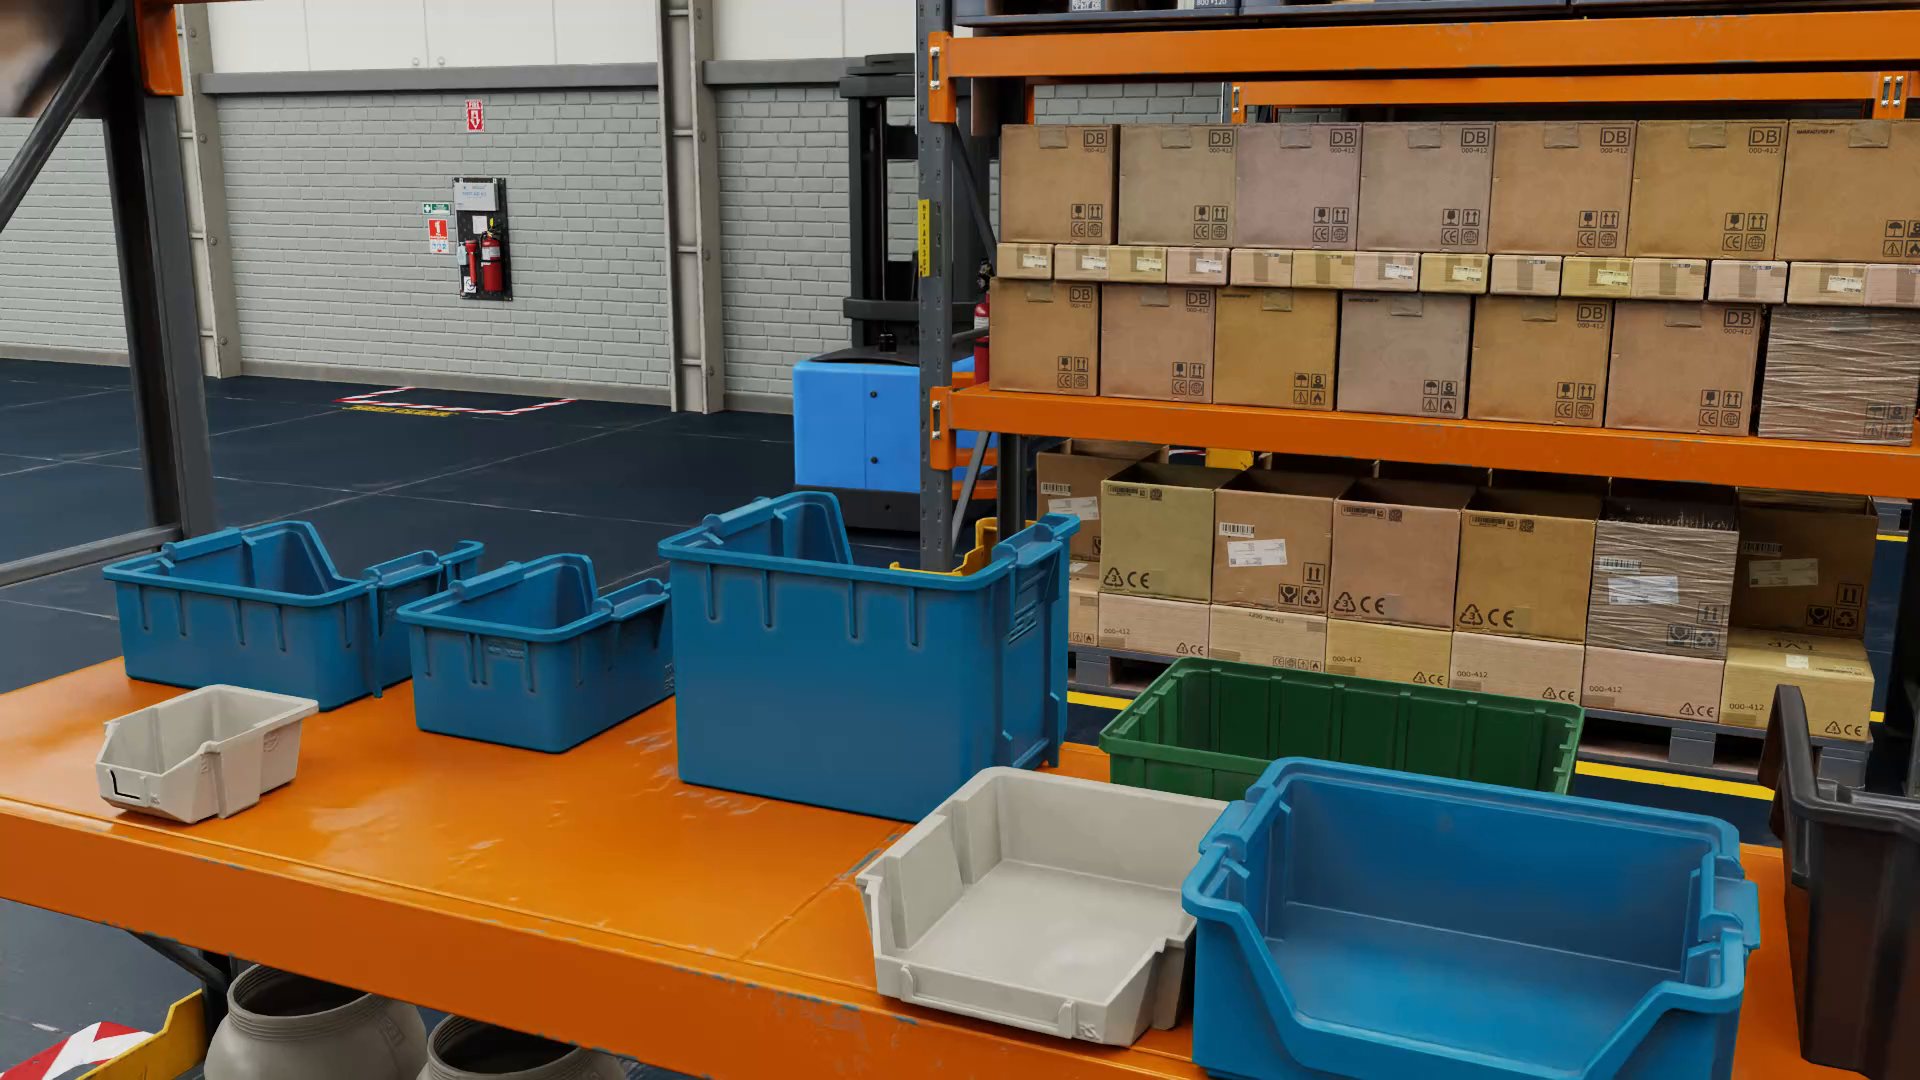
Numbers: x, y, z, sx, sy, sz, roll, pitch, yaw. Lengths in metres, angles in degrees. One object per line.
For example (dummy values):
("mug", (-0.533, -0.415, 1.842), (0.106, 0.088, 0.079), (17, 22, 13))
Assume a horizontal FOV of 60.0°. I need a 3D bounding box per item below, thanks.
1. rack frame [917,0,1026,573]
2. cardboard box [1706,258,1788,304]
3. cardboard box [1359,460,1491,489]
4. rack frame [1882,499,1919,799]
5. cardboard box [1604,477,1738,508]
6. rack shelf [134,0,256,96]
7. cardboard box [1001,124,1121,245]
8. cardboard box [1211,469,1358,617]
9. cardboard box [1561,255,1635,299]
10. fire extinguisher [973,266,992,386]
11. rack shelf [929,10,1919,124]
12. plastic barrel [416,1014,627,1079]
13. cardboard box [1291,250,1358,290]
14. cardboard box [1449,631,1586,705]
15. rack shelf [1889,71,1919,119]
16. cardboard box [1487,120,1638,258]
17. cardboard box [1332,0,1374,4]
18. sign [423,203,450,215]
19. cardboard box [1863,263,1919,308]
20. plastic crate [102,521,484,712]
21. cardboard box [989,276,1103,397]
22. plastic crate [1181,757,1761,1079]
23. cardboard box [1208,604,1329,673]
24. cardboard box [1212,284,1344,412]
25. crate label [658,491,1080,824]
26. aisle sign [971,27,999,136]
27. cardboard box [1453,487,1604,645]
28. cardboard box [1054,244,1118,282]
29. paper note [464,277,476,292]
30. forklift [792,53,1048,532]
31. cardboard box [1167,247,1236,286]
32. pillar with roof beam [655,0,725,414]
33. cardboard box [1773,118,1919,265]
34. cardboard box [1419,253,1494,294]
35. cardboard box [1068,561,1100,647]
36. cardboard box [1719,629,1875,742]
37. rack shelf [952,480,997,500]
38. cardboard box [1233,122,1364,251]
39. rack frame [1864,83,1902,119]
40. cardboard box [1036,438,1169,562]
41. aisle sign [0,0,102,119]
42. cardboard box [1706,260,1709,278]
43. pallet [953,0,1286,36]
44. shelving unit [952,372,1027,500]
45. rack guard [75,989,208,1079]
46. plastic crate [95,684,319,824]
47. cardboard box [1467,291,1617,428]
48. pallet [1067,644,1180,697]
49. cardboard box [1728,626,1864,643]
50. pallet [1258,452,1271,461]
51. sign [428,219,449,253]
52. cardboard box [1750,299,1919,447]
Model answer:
("rack frame", (0.076, -0.954, 7.754), (0.127, 3.000, 1.000), (6, 14, 23))
("cardboard box", (2.932, -0.976, 6.208), (0.250, 0.149, 0.380), (5, 14, 22))
("cardboard box", (2.063, -0.061, 7.408), (0.500, 0.500, 0.500), (6, 14, 23))
("rack frame", (3.733, -0.584, 6.177), (0.127, 3.000, 1.000), (6, 14, 23))
("cardboard box", (2.975, 0.032, 7.009), (0.500, 0.500, 0.500), (6, 14, 23))
("rack shelf", (-0.106, -0.845, 2.297), (4.000, 0.370, 1.077), (6, 14, 23))
("cardboard box", (0.546, -1.583, 7.378), (0.500, 0.500, 0.700), (6, 14, 23))
("cardboard box", (1.396, 0.001, 7.144), (0.500, 0.500, 0.500), (6, 14, 23))
("cardboard box", (2.468, -1.023, 6.411), (0.250, 0.149, 0.380), (6, 14, 23))
("fire extinguisher", (0.156, -1.024, 8.223), (0.183, 0.674, 0.296), (6, 14, 23))
("rack shelf", (1.904, -1.879, 6.705), (4.000, 0.370, 1.077), (6, 14, 23))
("plastic barrel", (-0.843, 1.178, 3.194), (0.421, 0.512, 0.421), (0, 13, 0))
("cardboard box", (1.525, -1.118, 6.816), (0.250, 0.149, 0.380), (6, 14, 23))
("cardboard box", (2.304, 0.462, 6.821), (0.500, 0.250, 0.500), (6, 14, 23))
("rack shelf", (7.564, -2.544, 9.539), (4.000, 0.370, 1.077), (6, 14, 23))
("cardboard box", (2.404, -1.397, 6.583), (0.500, 0.500, 0.700), (6, 14, 23))
("cardboard box", (2.760, -3.367, 11.211), (0.500, 0.500, 0.500), (7, 15, 27))
("sign", (-5.124, -3.242, 16.269), (0.331, 0.109, 0.001), (6, 14, 23))
("cardboard box", (3.397, -0.929, 6.008), (0.250, 0.149, 0.380), (6, 14, 23))
("plastic crate", (-1.355, 0.137, 3.432), (0.616, 0.251, 0.499), (6, 14, 23))
("cardboard box", (0.497, -0.957, 7.547), (0.500, 0.500, 0.700), (6, 14, 23))
("plastic crate", (0.601, 0.477, 1.981), (0.616, 0.251, 0.499), (6, 14, 23))
("cardboard box", (1.391, 0.368, 7.219), (0.500, 0.250, 0.500), (6, 14, 23))
("cardboard box", (1.431, -0.862, 7.143), (0.500, 0.500, 0.700), (6, 14, 24))
("crate label", (-0.142, 0.177, 2.857), (0.616, 0.435, 0.502), (6, 14, 23))
("aisle sign", (0.134, -2.287, 7.744), (0.004, 0.787, 0.394), (6, 14, 23))
("cardboard box", (2.309, 0.094, 6.747), (0.500, 0.500, 0.500), (6, 14, 23))
("cardboard box", (0.590, -1.213, 7.220), (0.250, 0.149, 0.380), (5, 14, 22))
("paper note", (-4.795, -2.499, 16.265), (0.142, 0.148, 0.016), (6, 14, 23))
("forklift", (-0.091, -1.757, 11.329), (1.130, 2.935, 3.031), (4, 14, 18))
("cardboard box", (1.047, -1.166, 7.019), (0.250, 0.149, 0.380), (6, 14, 22))
("pillar with roof beam", (-4.161, -4.682, 10.508), (0.400, 9.000, 9.100), (6, 14, 23))
("cardboard box", (3.324, -1.304, 6.187), (0.500, 0.500, 0.700), (6, 14, 24))
("cardboard box", (1.993, -1.070, 6.612), (0.250, 0.149, 0.380), (6, 15, 25))
("cardboard box", (0.476, 0.276, 7.611), (0.500, 0.250, 0.500), (6, 14, 23))
("cardboard box", (3.220, 0.553, 6.431), (0.500, 0.250, 0.500), (6, 14, 23))
("rack shelf", (0.128, -0.271, 9.940), (0.480, 0.148, 0.258), (-2, 14, -8))
("cardboard box", (1.490, -1.489, 6.978), (0.500, 0.500, 0.700), (6, 14, 23))
("rack frame", (5.736, -1.619, 10.588), (0.127, 3.000, 1.000), (6, 14, 23))
("cardboard box", (0.686, -0.197, 7.988), (0.500, 0.500, 0.500), (6, 14, 23))
("aisle sign", (-1.880, -1.254, 3.342), (0.004, 0.787, 0.394), (6, 14, 23))
("cardboard box", (4.720, -1.945, 10.620), (0.500, 0.500, 0.500), (6, 14, 23))
("pallet", (0.711, -2.300, 7.120), (1.213, 0.211, 1.003), (6, 14, 23))
("shelving unit", (0.128, -0.529, 9.876), (0.503, 1.200, 0.258), (-2, 14, -8))
("rack guard", (-1.846, 1.294, 3.644), (0.348, 0.500, 1.175), (6, 14, 23))
("plastic crate", (-1.246, 0.359, 2.737), (0.250, 0.136, 0.298), (6, 14, 23))
("cardboard box", (2.382, -0.767, 6.738), (0.500, 0.500, 0.700), (6, 14, 24))
("pallet", (0.792, 0.466, 7.808), (1.213, 0.211, 1.003), (6, 14, 23))
("cardboard box", (3.432, 0.444, 6.896), (0.500, 0.250, 0.500), (6, 14, 23))
("pallet", (2.876, -0.542, 12.102), (1.213, 0.211, 1.003), (6, 14, 23))
("sign", (-5.125, -2.987, 16.339), (0.234, 0.329, 0.001), (6, 14, 23))
("cardboard box", (3.324, -0.672, 6.335), (0.500, 0.500, 0.700), (5, 14, 22))
